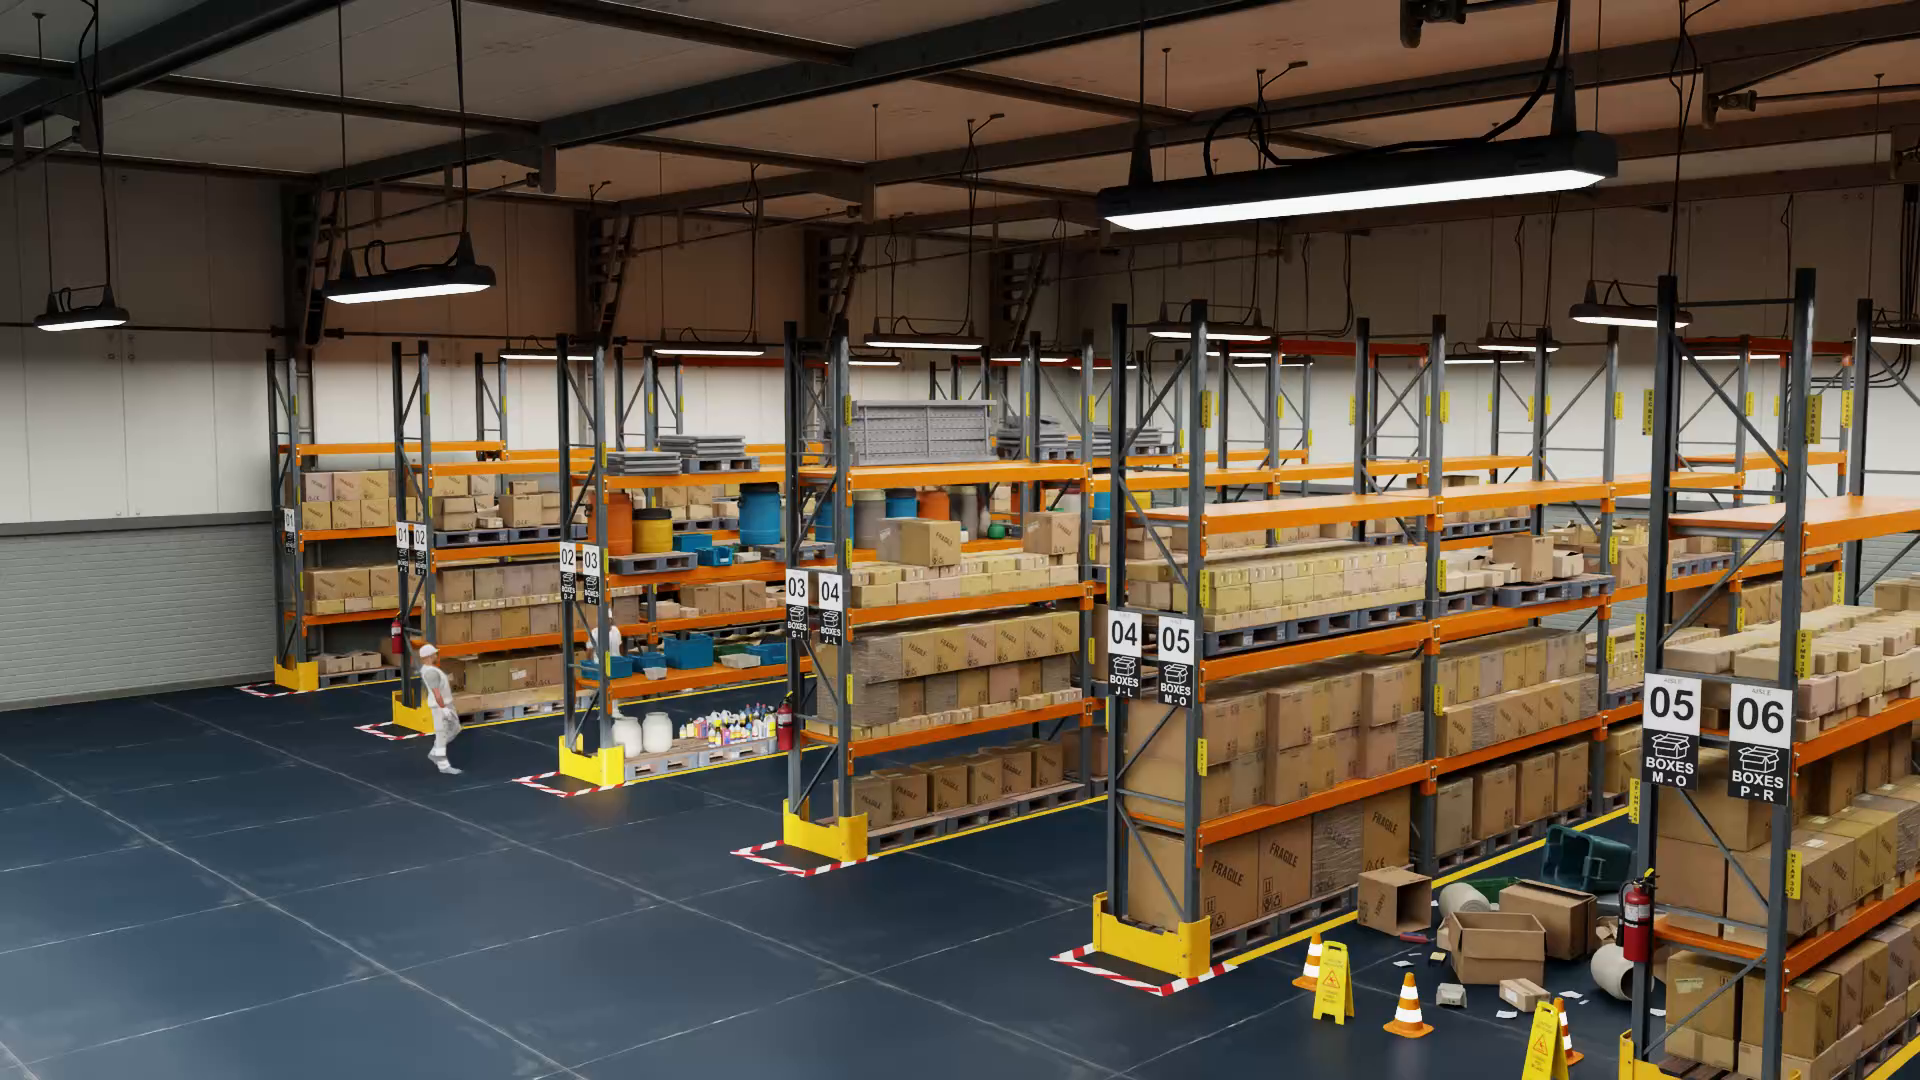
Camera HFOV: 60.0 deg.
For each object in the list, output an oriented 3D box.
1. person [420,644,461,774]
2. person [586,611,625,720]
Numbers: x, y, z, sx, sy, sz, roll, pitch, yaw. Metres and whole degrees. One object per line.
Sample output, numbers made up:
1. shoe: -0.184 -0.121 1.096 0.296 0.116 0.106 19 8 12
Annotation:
1. person: -7.129 2.302 22.850 0.567 1.776 0.632 0 5 -2
2. person: -5.635 1.987 26.511 0.659 1.767 0.375 -3 6 -34
